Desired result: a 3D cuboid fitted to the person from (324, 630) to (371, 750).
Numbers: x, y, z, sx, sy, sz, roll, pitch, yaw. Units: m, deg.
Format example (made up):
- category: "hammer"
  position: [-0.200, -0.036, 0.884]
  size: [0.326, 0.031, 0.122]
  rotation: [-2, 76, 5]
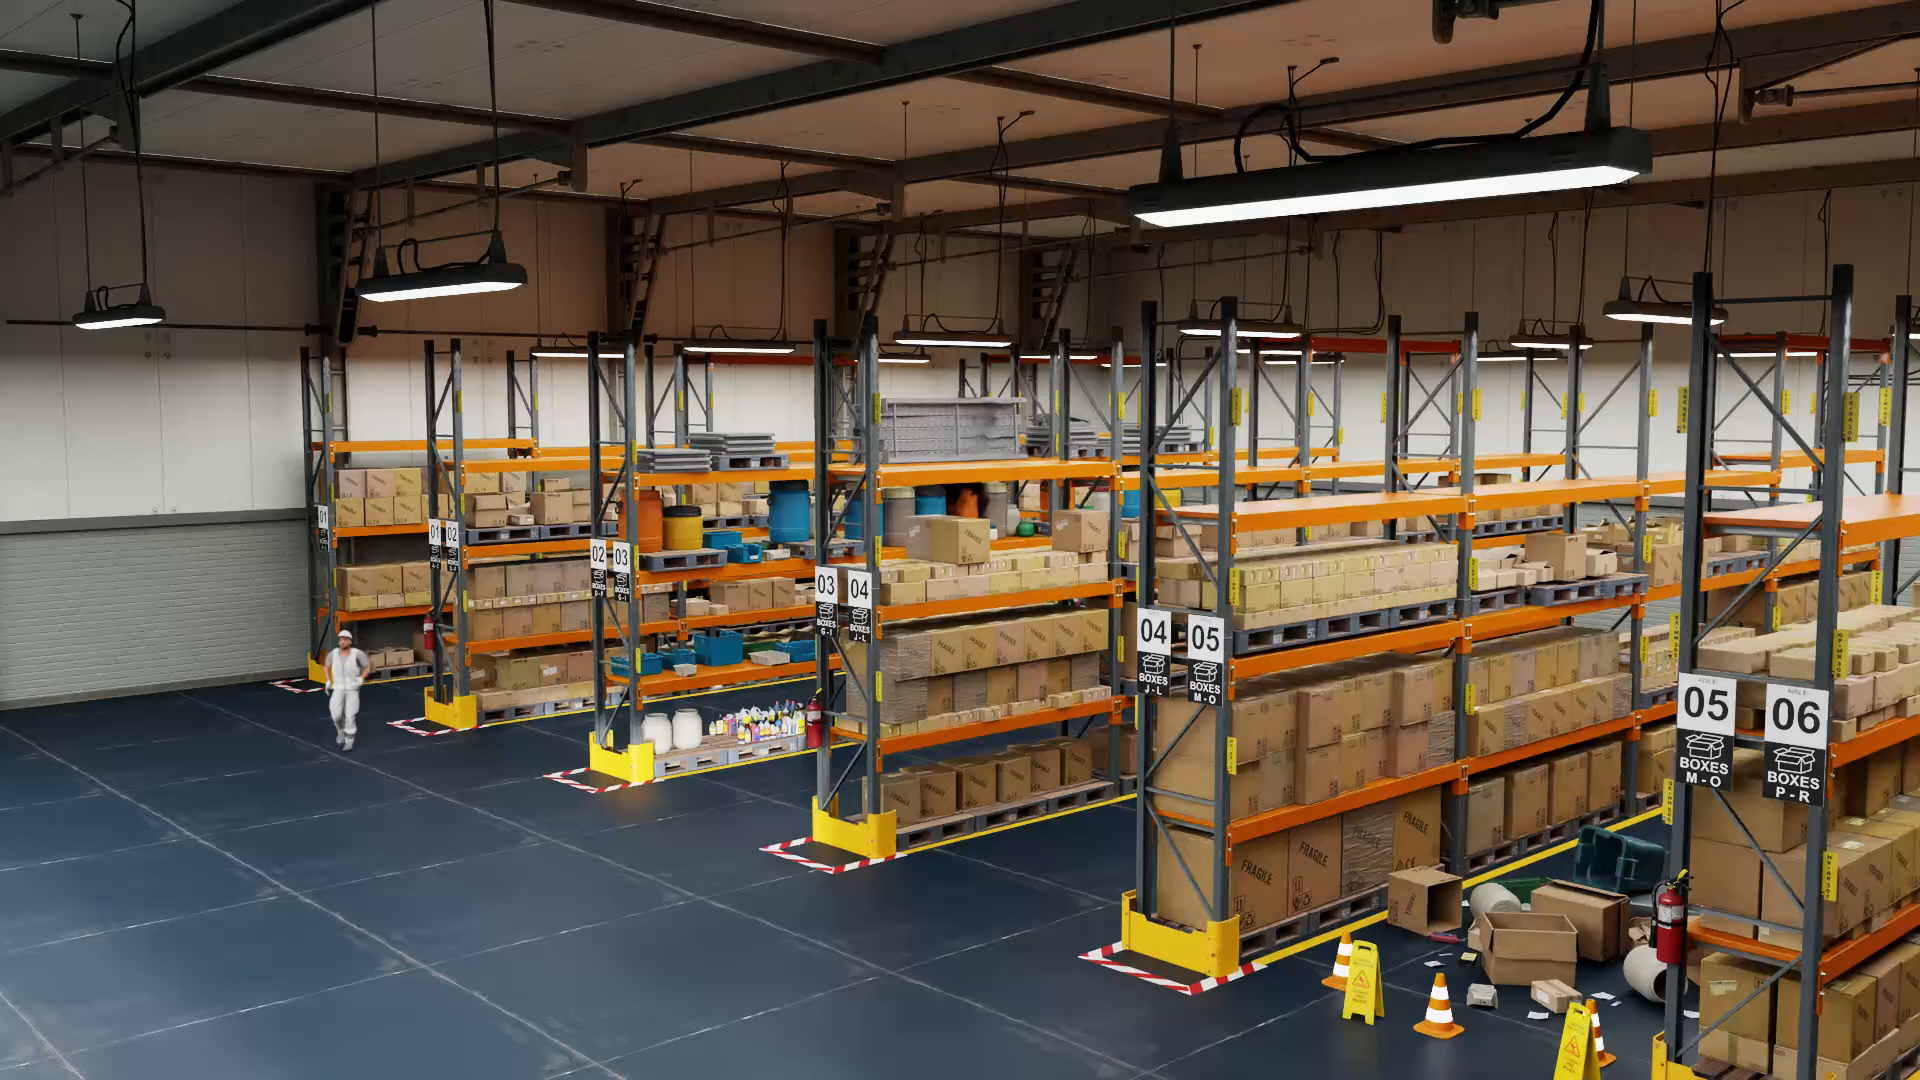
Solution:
- category: "person"
  position: [-8.879, 2.173, 24.074]
  size: [0.668, 1.748, 0.582]
  rotation: [-1, 5, -10]
